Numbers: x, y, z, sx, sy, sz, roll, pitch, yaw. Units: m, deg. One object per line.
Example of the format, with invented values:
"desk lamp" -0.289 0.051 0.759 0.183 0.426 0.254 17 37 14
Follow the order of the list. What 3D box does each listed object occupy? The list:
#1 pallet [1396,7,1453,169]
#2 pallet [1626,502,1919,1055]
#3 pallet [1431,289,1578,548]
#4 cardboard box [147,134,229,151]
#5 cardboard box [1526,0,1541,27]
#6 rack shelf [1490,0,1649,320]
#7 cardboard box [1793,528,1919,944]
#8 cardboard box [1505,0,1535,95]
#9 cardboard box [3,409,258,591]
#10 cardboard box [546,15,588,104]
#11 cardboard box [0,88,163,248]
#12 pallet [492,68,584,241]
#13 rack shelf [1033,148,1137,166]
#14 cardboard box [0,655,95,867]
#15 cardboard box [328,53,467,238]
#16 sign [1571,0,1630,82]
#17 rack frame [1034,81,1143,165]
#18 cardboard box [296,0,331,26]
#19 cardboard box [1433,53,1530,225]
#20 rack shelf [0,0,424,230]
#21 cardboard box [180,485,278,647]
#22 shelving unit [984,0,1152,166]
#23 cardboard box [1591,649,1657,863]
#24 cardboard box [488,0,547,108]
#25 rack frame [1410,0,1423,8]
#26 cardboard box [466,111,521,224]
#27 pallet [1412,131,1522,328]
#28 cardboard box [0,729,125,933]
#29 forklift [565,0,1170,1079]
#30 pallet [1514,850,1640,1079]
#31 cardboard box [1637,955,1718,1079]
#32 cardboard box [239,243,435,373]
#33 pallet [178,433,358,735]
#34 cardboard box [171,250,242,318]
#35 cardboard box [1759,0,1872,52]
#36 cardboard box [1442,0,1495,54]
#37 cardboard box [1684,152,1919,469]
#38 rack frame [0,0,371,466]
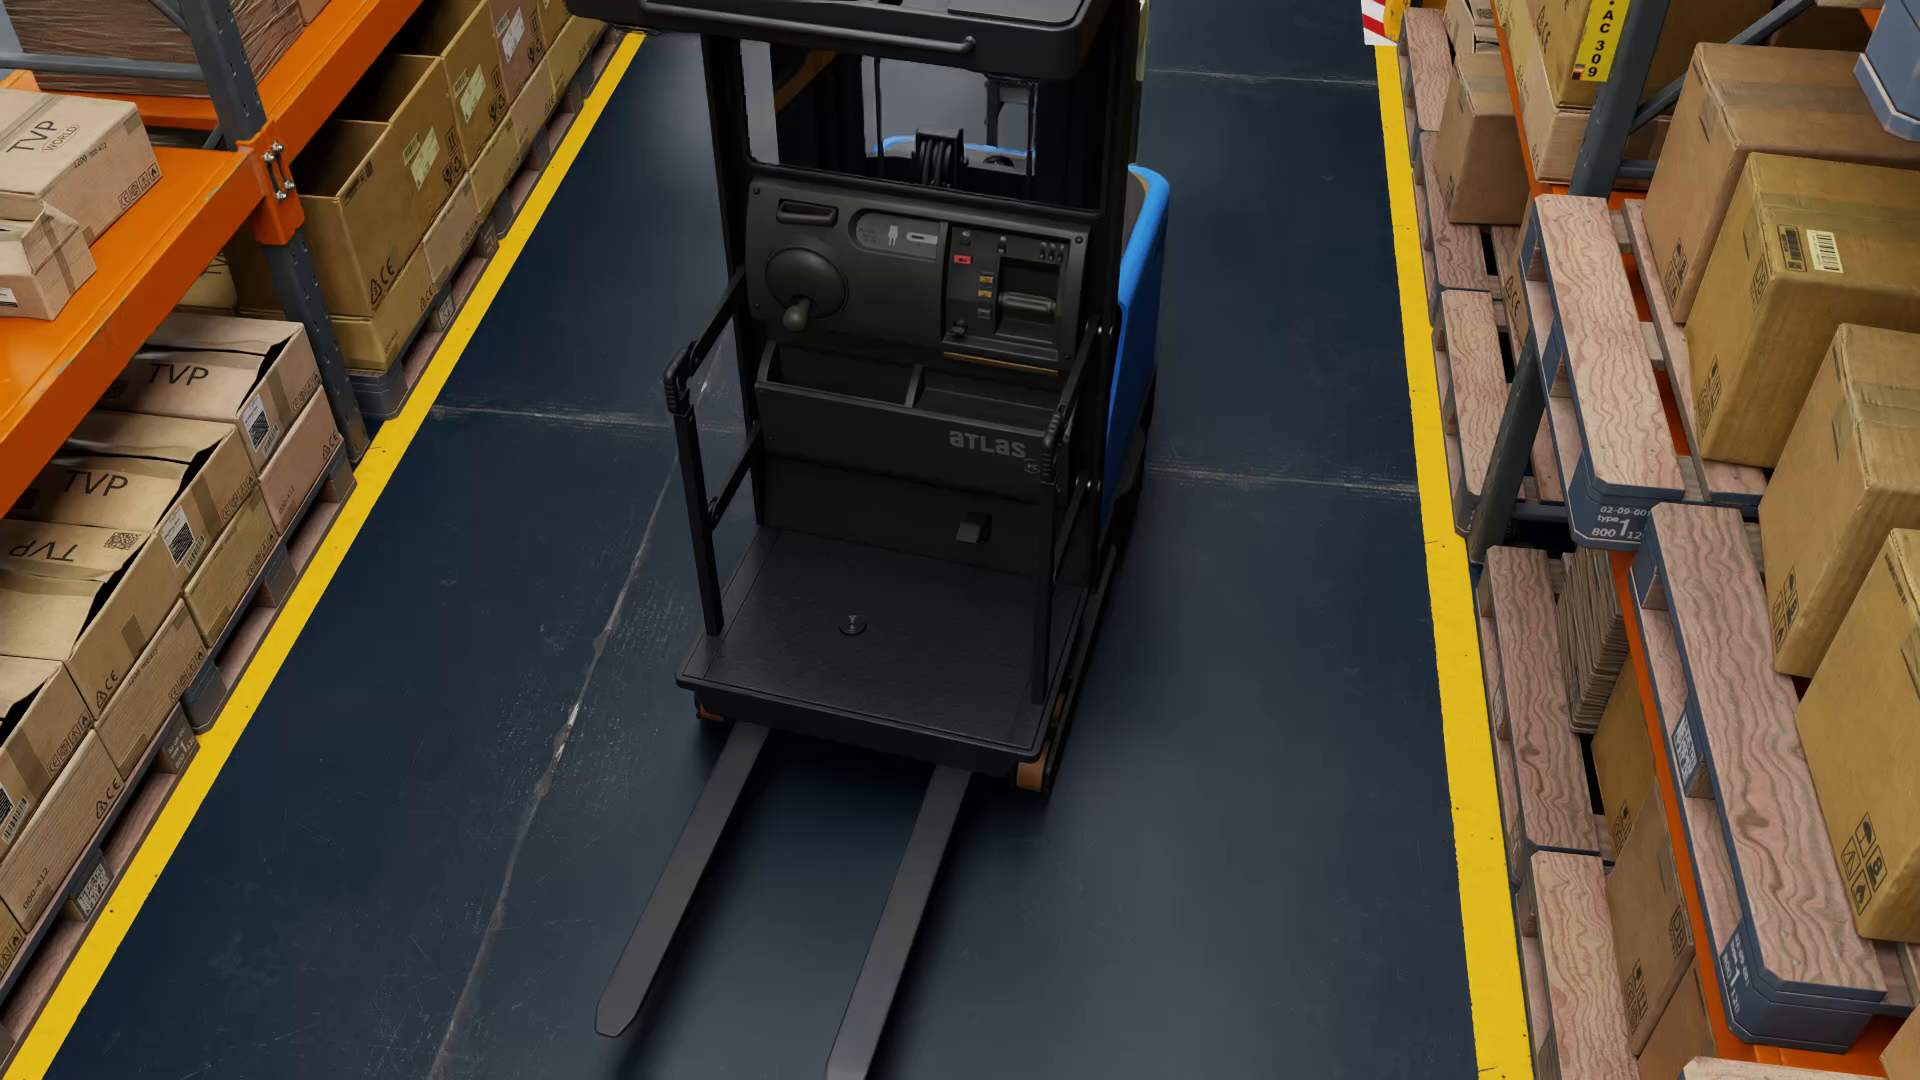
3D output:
"pallet" 2.614 -2.111 7.826 1.003 0.211 1.213 5 44 6
"pallet" 1.930 0.443 3.240 1.003 0.211 1.213 5 44 6
"pallet" 2.292 -0.448 6.070 1.003 0.211 1.213 5 44 6
"cardboard box" -2.750 -1.549 6.354 0.500 0.500 0.500 5 44 6
"cardboard box" 2.054 -1.916 5.141 0.500 0.500 0.500 5 44 5
"rack shelf" 2.502 -2.101 6.311 1.077 0.370 4.000 5 44 6
"cardboard box" 1.904 0.358 2.798 0.700 0.500 0.500 5 44 6
"cardboard box" 2.074 -1.642 5.397 0.500 0.250 0.500 5 44 6
"cardboard box" -2.505 -0.148 5.011 0.500 0.311 0.500 6 44 7
"cardboard box" -2.040 -2.252 7.642 0.500 0.250 0.500 5 44 6
"cardboard box" -2.694 -1.053 4.790 0.500 0.250 0.500 8 44 8
"pallet" -2.367 -1.807 7.505 1.003 0.211 1.213 5 44 6
"rack shelf" 0.386 -1.120 6.316 0.431 0.370 0.720 11 45 11
"cardboard box" -2.643 0.534 4.291 0.500 0.311 0.500 5 44 5
"cardboard box" -2.243 -1.503 6.304 0.500 0.500 0.500 5 44 6
"sign" 1.699 -1.358 4.373 0.100 0.325 0.005 5 44 6
"rack frame" 0.484 -1.599 6.348 0.400 1.500 0.023 11 45 11
"cardboard box" -2.557 -2.147 5.763 0.700 0.500 0.500 5 44 5
"cardboard box" 2.364 -1.630 6.788 0.700 0.500 0.500 3 44 3
"rack shelf" -2.408 -2.549 6.784 1.077 0.370 4.000 5 44 6
"cardboard box" -2.509 0.052 5.208 0.500 0.250 0.500 5 44 5
"shelving unit" 0.386 -1.357 6.092 0.431 1.500 0.755 11 45 11
"cardboard box" 2.139 0.608 4.424 0.700 0.500 0.500 4 44 5
"cardboard box" -2.105 -2.184 7.024 0.500 0.500 0.500 5 44 6
"rack frame" 2.767 -3.726 7.503 1.000 3.000 0.127 5 44 6
"cardboard box" -2.168 -1.570 6.921 0.500 0.250 0.500 5 44 6
"pallet" 2.451 -1.282 6.950 1.003 0.211 1.213 5 44 6
"cardboard box" -2.645 0.748 4.473 0.500 0.250 0.500 6 44 6
"forklift" -0.180 -0.620 4.273 1.130 2.935 3.031 11 45 11
"pallet" 1.978 1.377 4.142 1.003 0.211 1.213 5 44 6
"cardboard box" 1.974 1.297 3.696 0.700 0.500 0.500 5 44 5
"cardboard box" -2.311 -0.890 6.203 0.500 0.250 0.500 5 44 6
"pallet" -2.731 0.071 5.522 1.003 0.211 1.213 5 44 6
"cardboard box" -2.828 -0.937 6.253 0.500 0.250 0.500 5 44 6
"cardboard box" 2.507 -1.526 4.729 0.500 0.500 0.500 4 44 5
"cardboard box" 2.586 -2.446 7.787 0.500 0.311 0.500 1 43 1
"cardboard box" 2.056 -0.472 3.674 0.700 0.500 0.500 9 44 10
"rack frame" -2.673 -1.447 5.097 1.000 3.000 0.127 5 44 6
